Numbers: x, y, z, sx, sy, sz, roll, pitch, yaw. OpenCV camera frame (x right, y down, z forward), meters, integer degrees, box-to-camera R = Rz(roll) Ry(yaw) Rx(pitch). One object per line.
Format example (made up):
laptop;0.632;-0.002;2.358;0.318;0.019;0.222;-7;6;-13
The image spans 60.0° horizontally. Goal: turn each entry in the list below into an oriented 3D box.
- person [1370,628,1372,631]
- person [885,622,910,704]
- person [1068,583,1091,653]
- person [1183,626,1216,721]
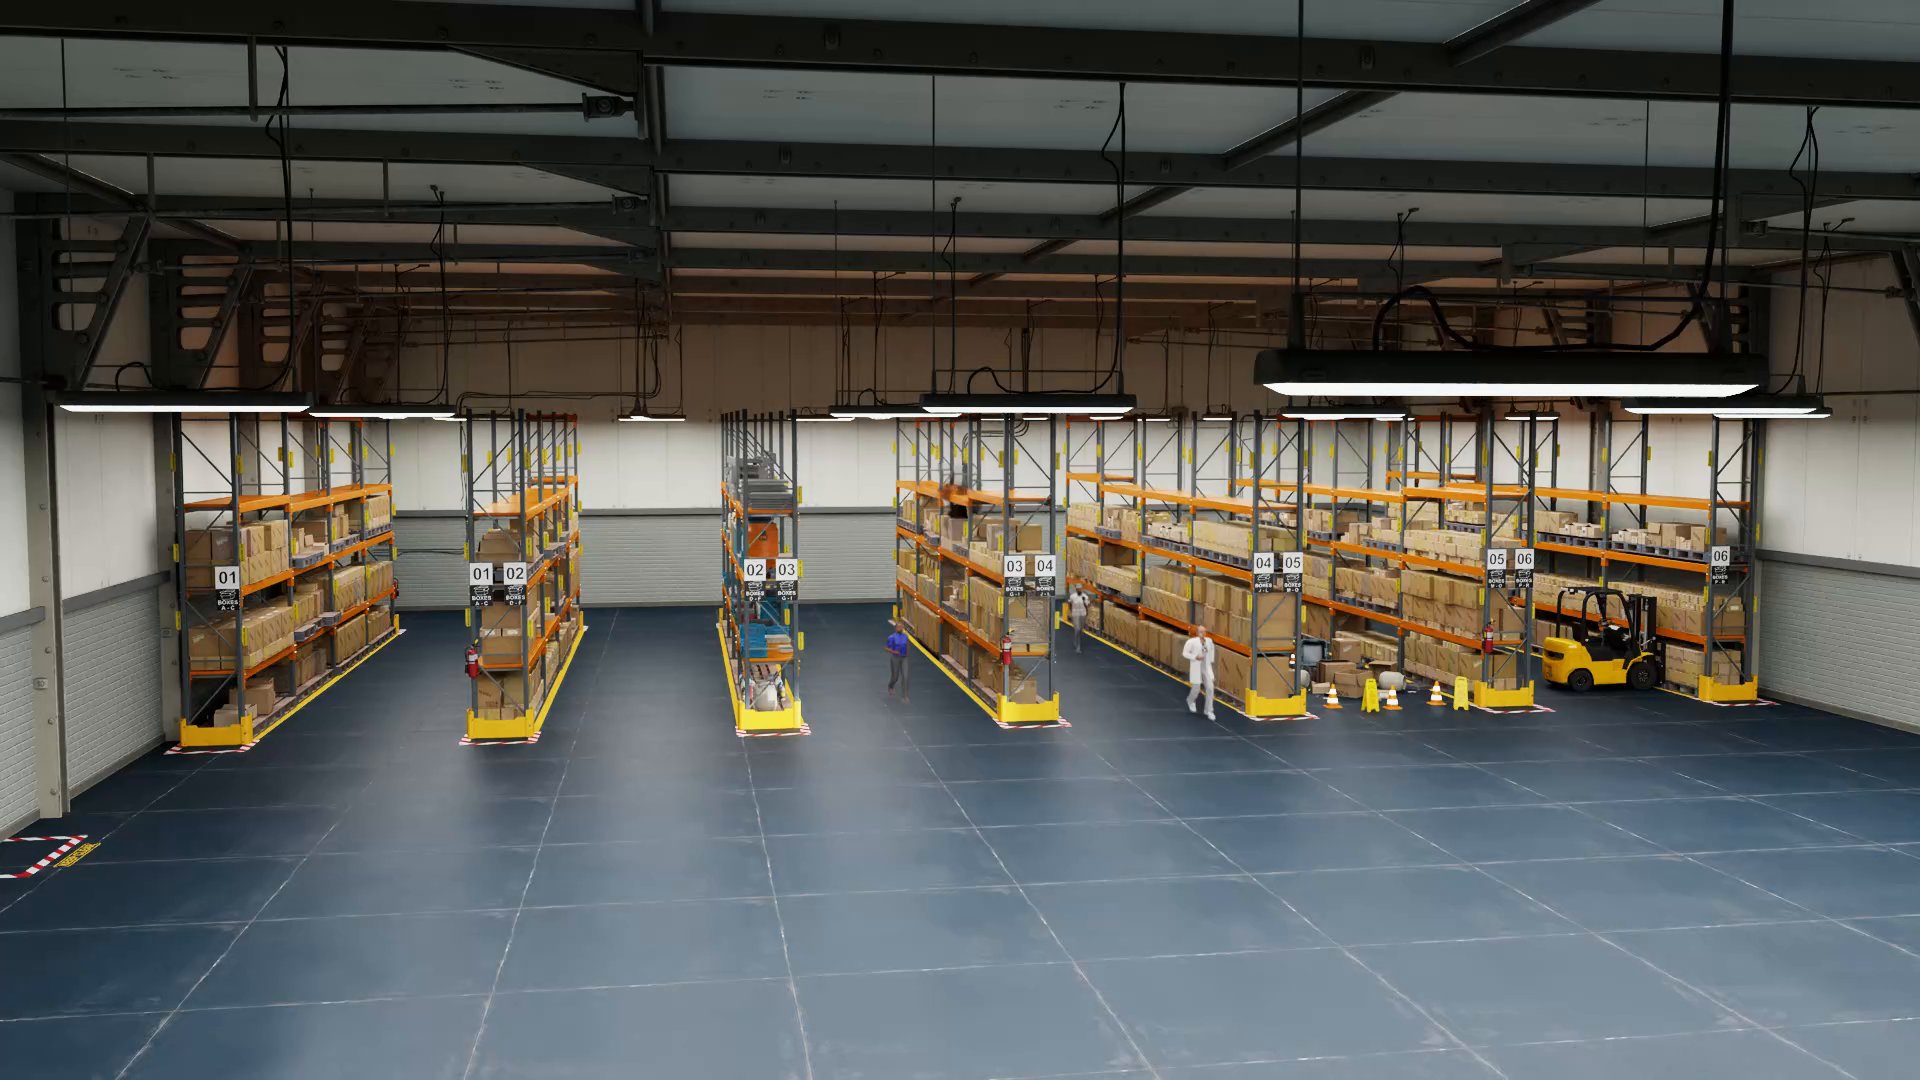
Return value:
person;10.795;1.717;44.174;0.662;1.786;0.982;-1;4;-11
person;-1.264;2.553;34.251;0.586;1.554;0.931;-2;4;-22
person;3.032;1.954;42.046;0.553;1.753;0.799;0;4;-6
person;4.693;2.568;32.547;0.741;1.800;1.023;-1;4;-14
